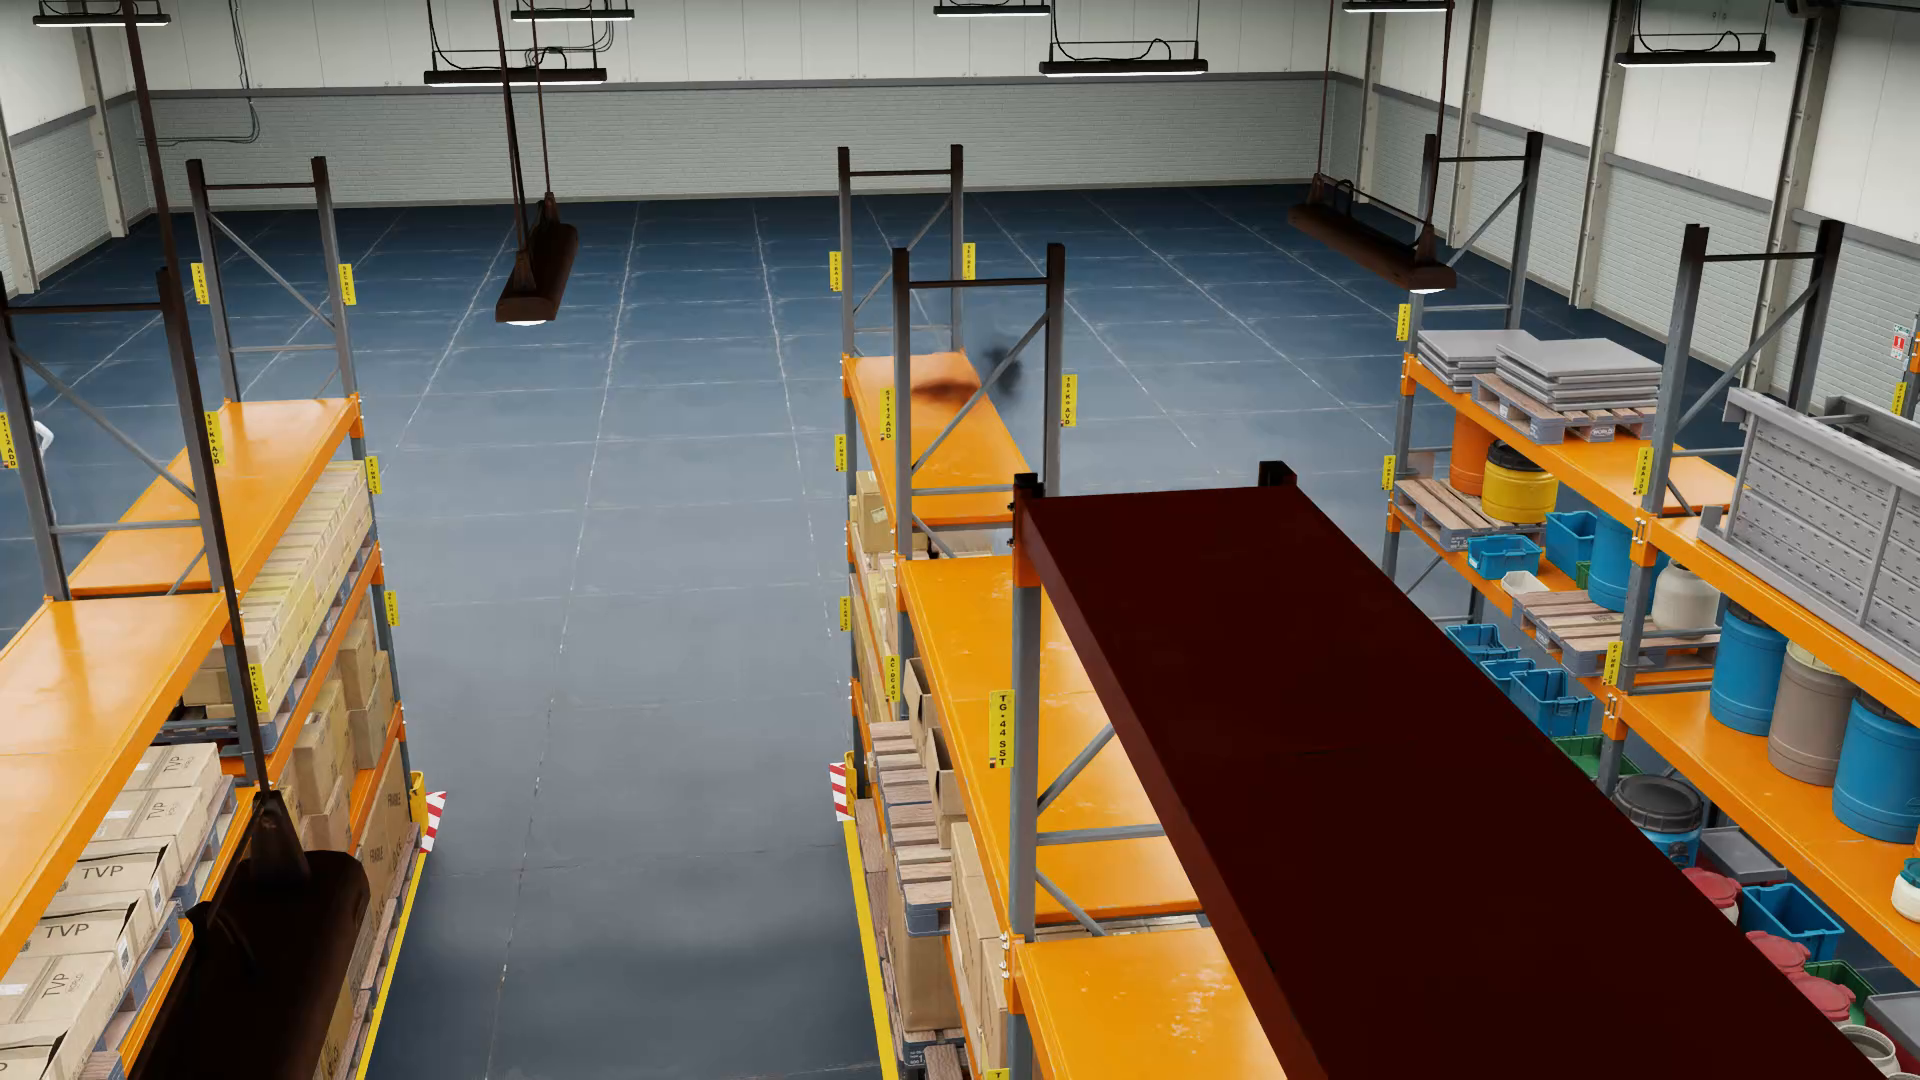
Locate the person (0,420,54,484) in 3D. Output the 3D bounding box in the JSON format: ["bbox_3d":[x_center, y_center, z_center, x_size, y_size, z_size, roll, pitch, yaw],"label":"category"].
[{"bbox_3d":[-12.268,-1.006,21.890,0.709,1.752,0.593,14,25,31],"label":"person"}]
